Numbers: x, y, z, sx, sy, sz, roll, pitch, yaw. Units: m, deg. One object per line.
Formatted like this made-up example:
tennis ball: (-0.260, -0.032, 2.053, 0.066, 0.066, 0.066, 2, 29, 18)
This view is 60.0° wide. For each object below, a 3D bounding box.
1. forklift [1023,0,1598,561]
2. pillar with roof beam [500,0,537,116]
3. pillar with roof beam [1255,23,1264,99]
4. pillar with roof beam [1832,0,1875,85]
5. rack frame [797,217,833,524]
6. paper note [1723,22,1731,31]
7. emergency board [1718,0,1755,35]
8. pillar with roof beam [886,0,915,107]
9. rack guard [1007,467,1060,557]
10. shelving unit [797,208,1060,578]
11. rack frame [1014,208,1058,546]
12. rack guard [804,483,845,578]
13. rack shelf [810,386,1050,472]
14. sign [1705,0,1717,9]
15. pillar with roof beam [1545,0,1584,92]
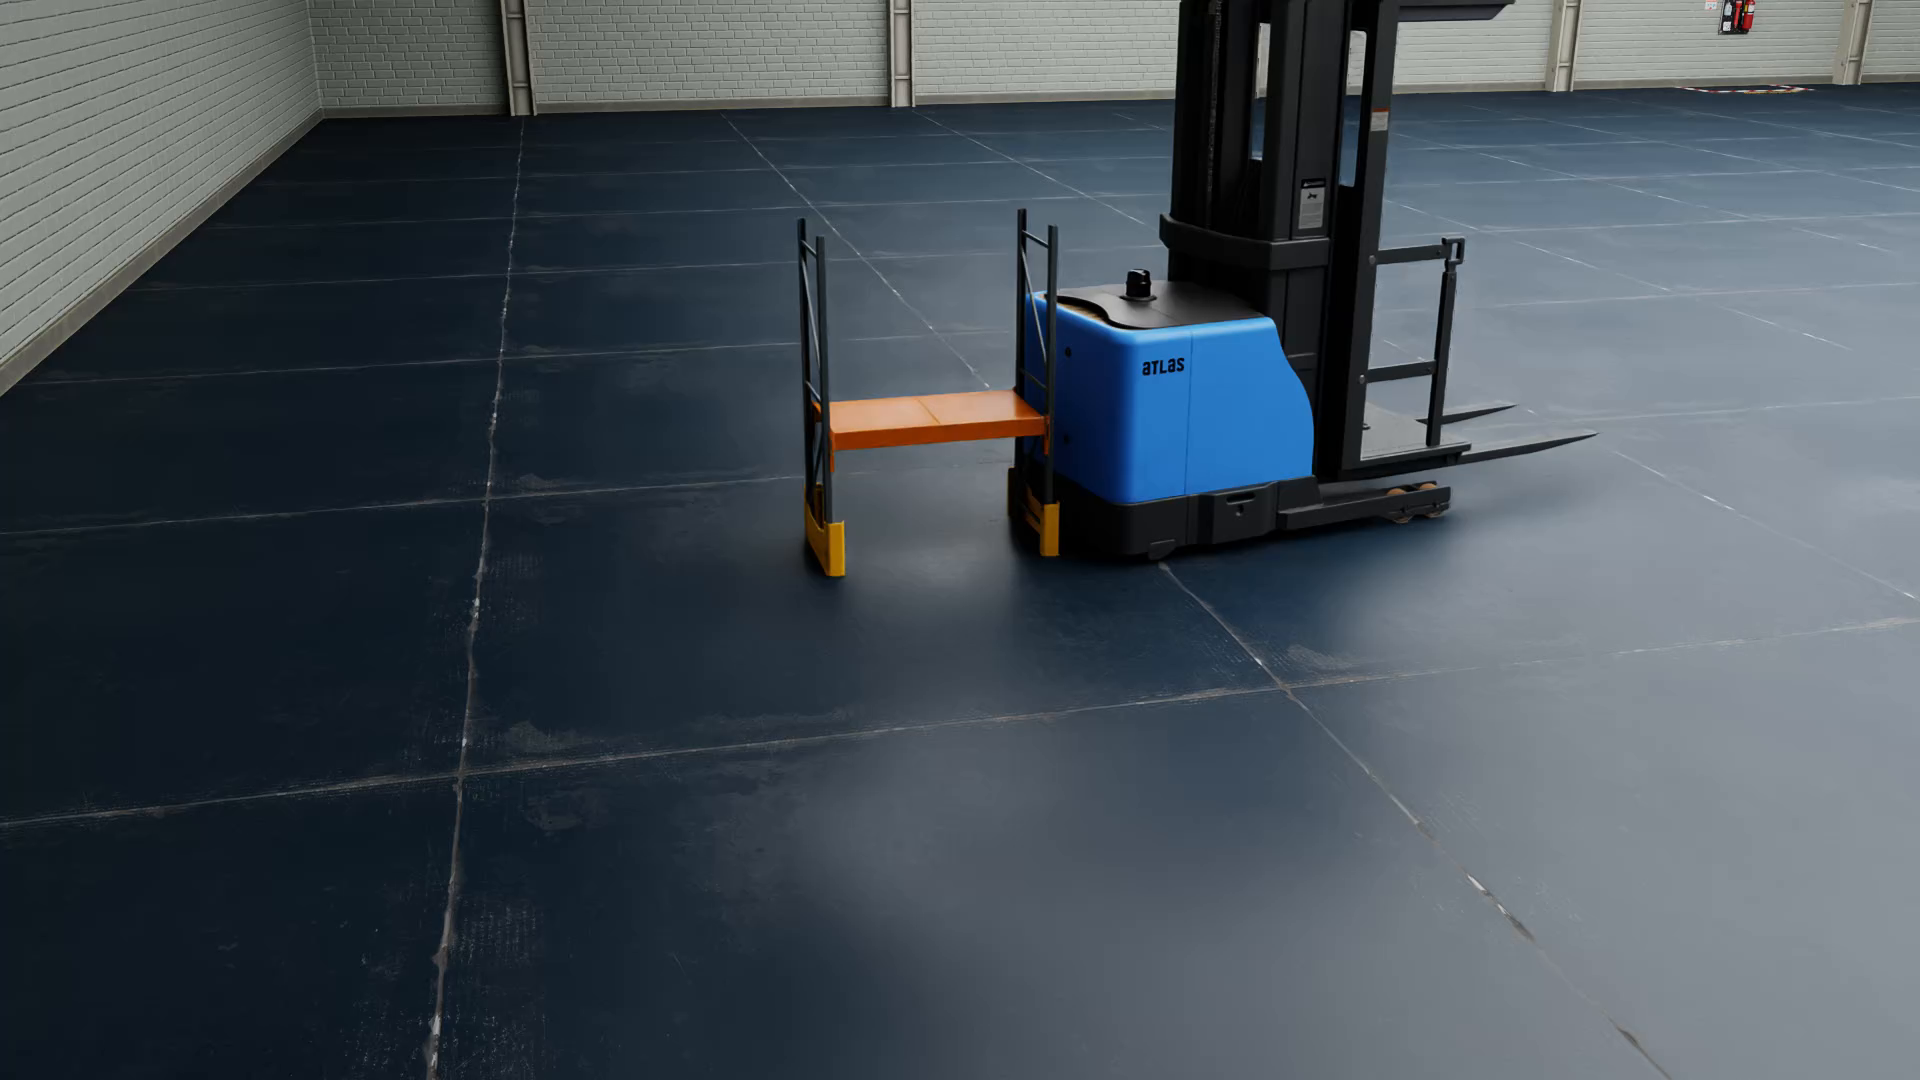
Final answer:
forklift: (1.828, -1.610, 7.948, 3.031, 2.935, 1.130, -9, 22, -23)
pillar with roof beam: (-5.805, -9.413, 20.429, 0.400, 9.000, 9.100, -5, 21, -12)
pillar with roof beam: (5.873, -10.363, 23.022, 0.400, 9.000, 9.100, -5, 21, -12)
pillar with roof beam: (17.551, -11.313, 25.615, 0.400, 9.000, 9.100, -5, 21, -12)
rack frame: (-0.640, -0.636, 7.370, 0.032, 1.500, 0.500, -5, 21, -14)
paper note: (13.959, -9.350, 30.258, 0.142, 0.148, 0.016, -5, 21, -12)
emergency board: (14.147, -9.754, 30.082, 0.643, 1.169, 0.194, -5, 21, -12)
pillar with roof beam: (0.034, -9.888, 21.726, 0.400, 9.000, 9.100, -5, 21, -12)
rack guard: (0.341, -0.139, 7.831, 0.087, 0.250, 0.587, -5, 21, -14)
shelving unit: (-0.140, -0.682, 7.495, 1.083, 1.500, 0.587, -5, 21, -14)
rack frame: (0.342, -0.726, 7.617, 0.032, 1.500, 0.500, -5, 21, -14)
rack guard: (-0.621, -0.051, 7.589, 0.087, 0.250, 0.587, -5, 21, -14)
rack shelf: (-0.149, -0.512, 7.555, 1.000, 0.185, 0.538, -5, 21, -14)
sign: (13.585, -9.762, 30.050, 0.234, 0.329, 0.001, -5, 21, -12)
pillar with roof beam: (11.712, -10.838, 24.319, 0.400, 9.000, 9.100, -5, 21, -12)
